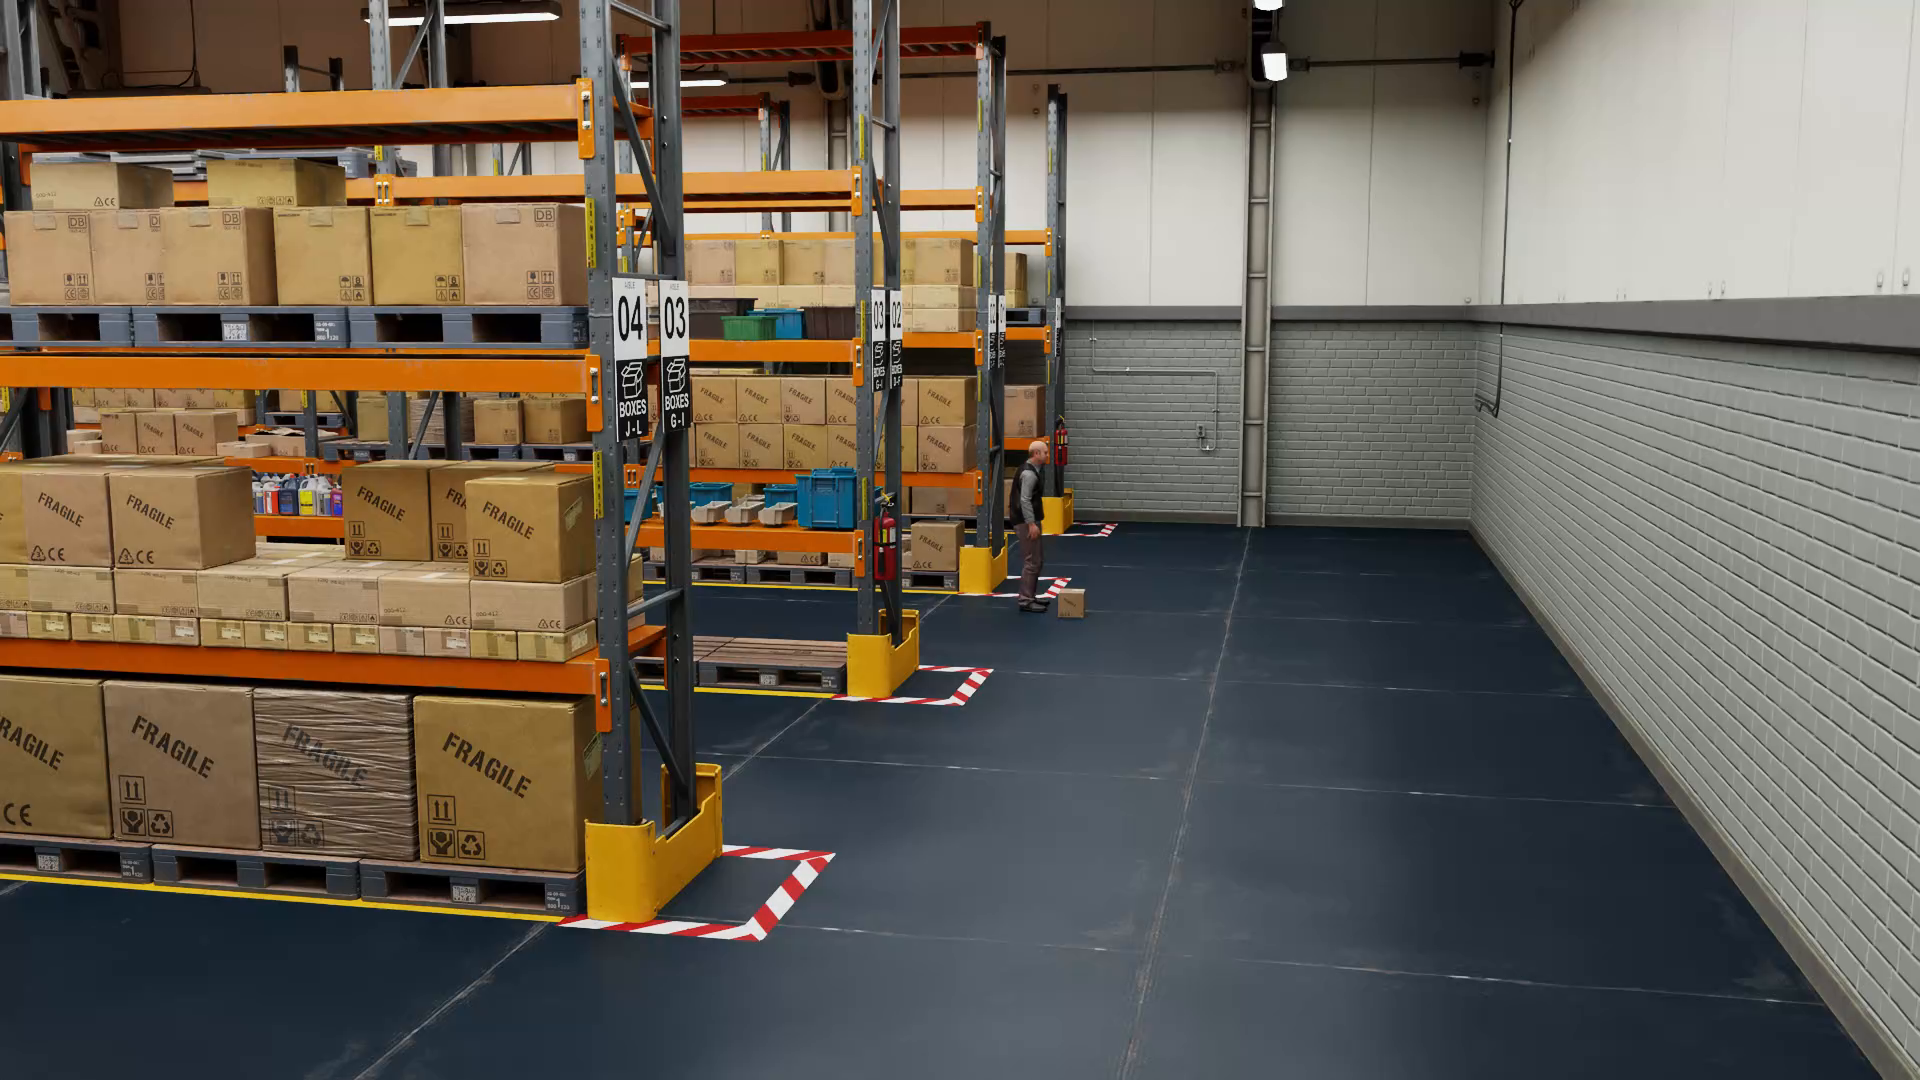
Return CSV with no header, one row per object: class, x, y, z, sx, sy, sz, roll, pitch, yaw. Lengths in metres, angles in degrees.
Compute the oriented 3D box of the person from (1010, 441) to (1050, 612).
person,0.715,-0.153,17.002,0.419,1.722,0.580,1,8,9
